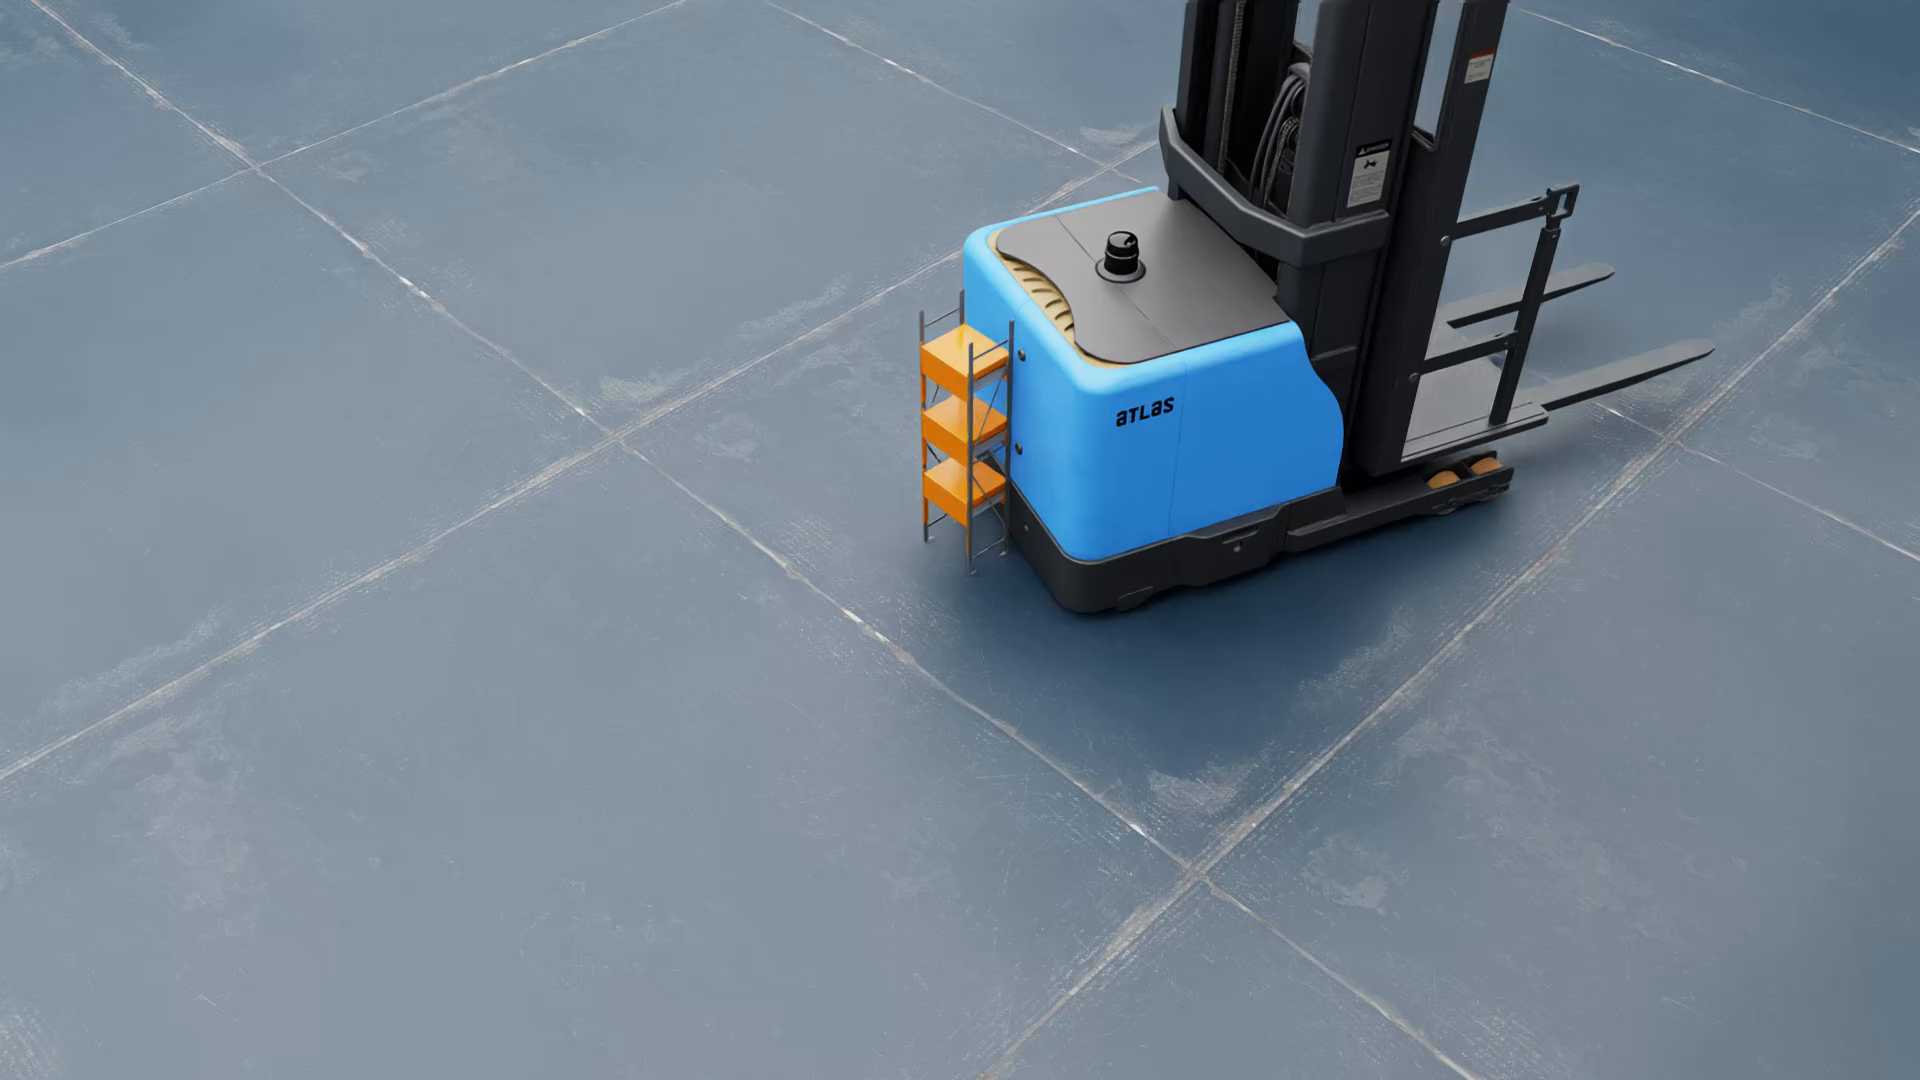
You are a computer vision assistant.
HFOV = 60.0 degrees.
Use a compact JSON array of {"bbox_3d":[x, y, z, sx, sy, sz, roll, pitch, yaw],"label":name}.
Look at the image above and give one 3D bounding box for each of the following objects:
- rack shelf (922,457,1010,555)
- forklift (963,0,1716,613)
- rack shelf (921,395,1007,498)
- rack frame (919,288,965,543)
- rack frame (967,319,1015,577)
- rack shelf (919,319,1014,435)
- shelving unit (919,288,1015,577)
[{"bbox_3d":[0.021,-0.147,6.060,0.215,0.259,0.240,-32,51,-30],"label":"rack shelf"},{"bbox_3d":[1.561,-1.485,5.698,3.031,2.935,1.130,-17,45,-17],"label":"forklift"},{"bbox_3d":[0.021,-0.351,5.871,0.215,0.259,0.240,-32,51,-30],"label":"rack shelf"},{"bbox_3d":[-0.061,-0.420,5.930,0.200,1.050,0.008,-32,51,-30],"label":"rack frame"},{"bbox_3d":[0.103,-0.297,5.798,0.200,1.050,0.008,-32,51,-30],"label":"rack frame"},{"bbox_3d":[0.022,-0.559,5.679,0.215,0.259,0.240,-32,51,-30],"label":"rack shelf"},{"bbox_3d":[0.021,-0.358,5.864,0.215,1.050,0.252,-32,51,-30],"label":"shelving unit"}]
